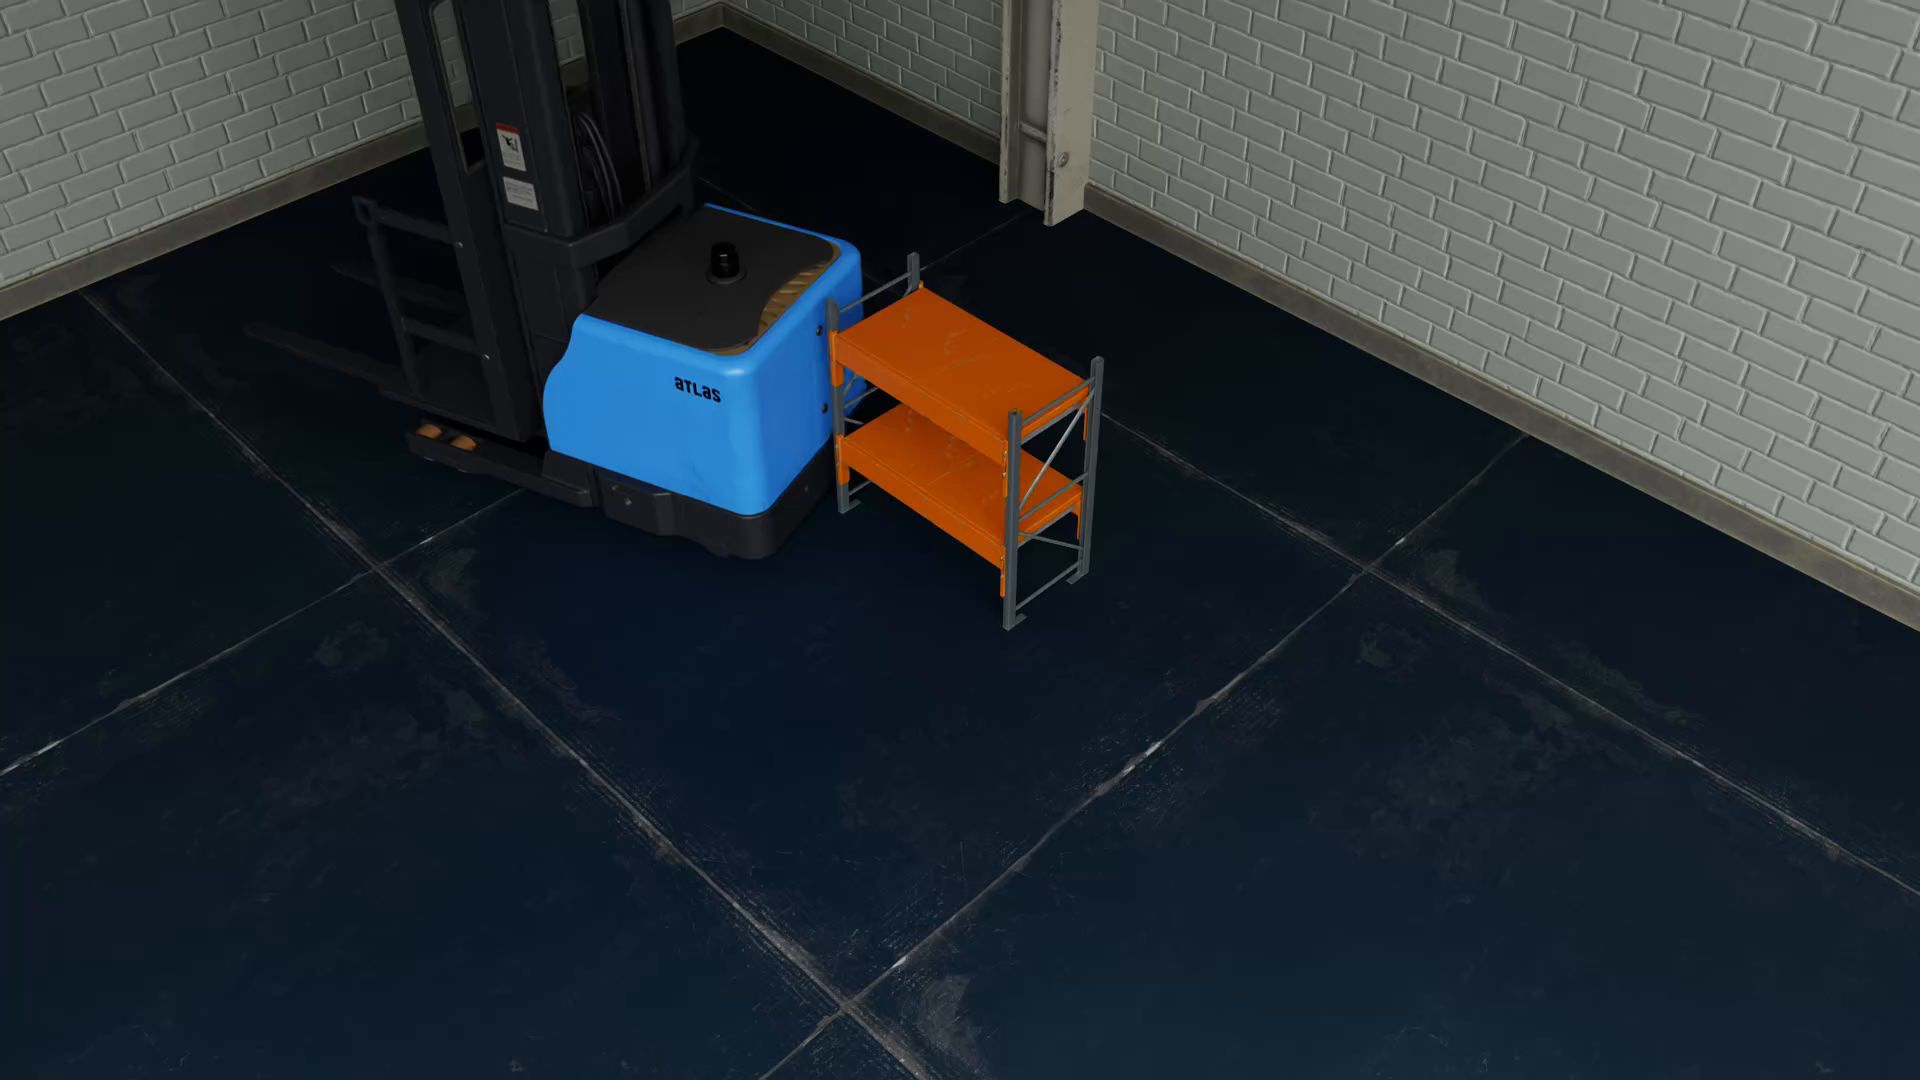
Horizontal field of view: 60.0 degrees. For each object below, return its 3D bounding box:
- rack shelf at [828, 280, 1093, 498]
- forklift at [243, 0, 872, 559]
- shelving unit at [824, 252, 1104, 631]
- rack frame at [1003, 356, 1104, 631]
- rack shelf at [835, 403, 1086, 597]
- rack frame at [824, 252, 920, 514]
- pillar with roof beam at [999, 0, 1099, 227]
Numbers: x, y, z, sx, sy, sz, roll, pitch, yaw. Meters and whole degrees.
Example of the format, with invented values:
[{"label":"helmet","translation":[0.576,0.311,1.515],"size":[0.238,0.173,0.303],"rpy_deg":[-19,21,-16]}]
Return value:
[{"label":"rack shelf","translation":[0.005,-0.625,6.666],"size":[0.538,0.278,1.000],"rpy_deg":[-34,53,-31]},{"label":"forklift","translation":[-1.959,-1.687,6.916],"size":[3.031,2.935,1.130],"rpy_deg":[18,46,19]},{"label":"shelving unit","translation":[0.005,-0.410,6.865],"size":[0.538,1.125,1.048],"rpy_deg":[-34,53,-31]},{"label":"rack frame","translation":[0.364,-0.166,6.600],"size":[0.500,1.125,0.032],"rpy_deg":[-34,53,-31]},{"label":"rack shelf","translation":[0.005,-0.230,7.031],"size":[0.538,0.278,1.000],"rpy_deg":[-34,53,-31]},{"label":"rack frame","translation":[-0.354,-0.654,7.129],"size":[0.500,1.125,0.032],"rpy_deg":[-34,53,-31]},{"label":"pillar with roof beam","translation":[-2.586,-3.124,4.000],"size":[9.100,9.000,0.400],"rpy_deg":[-34,53,-31]}]
